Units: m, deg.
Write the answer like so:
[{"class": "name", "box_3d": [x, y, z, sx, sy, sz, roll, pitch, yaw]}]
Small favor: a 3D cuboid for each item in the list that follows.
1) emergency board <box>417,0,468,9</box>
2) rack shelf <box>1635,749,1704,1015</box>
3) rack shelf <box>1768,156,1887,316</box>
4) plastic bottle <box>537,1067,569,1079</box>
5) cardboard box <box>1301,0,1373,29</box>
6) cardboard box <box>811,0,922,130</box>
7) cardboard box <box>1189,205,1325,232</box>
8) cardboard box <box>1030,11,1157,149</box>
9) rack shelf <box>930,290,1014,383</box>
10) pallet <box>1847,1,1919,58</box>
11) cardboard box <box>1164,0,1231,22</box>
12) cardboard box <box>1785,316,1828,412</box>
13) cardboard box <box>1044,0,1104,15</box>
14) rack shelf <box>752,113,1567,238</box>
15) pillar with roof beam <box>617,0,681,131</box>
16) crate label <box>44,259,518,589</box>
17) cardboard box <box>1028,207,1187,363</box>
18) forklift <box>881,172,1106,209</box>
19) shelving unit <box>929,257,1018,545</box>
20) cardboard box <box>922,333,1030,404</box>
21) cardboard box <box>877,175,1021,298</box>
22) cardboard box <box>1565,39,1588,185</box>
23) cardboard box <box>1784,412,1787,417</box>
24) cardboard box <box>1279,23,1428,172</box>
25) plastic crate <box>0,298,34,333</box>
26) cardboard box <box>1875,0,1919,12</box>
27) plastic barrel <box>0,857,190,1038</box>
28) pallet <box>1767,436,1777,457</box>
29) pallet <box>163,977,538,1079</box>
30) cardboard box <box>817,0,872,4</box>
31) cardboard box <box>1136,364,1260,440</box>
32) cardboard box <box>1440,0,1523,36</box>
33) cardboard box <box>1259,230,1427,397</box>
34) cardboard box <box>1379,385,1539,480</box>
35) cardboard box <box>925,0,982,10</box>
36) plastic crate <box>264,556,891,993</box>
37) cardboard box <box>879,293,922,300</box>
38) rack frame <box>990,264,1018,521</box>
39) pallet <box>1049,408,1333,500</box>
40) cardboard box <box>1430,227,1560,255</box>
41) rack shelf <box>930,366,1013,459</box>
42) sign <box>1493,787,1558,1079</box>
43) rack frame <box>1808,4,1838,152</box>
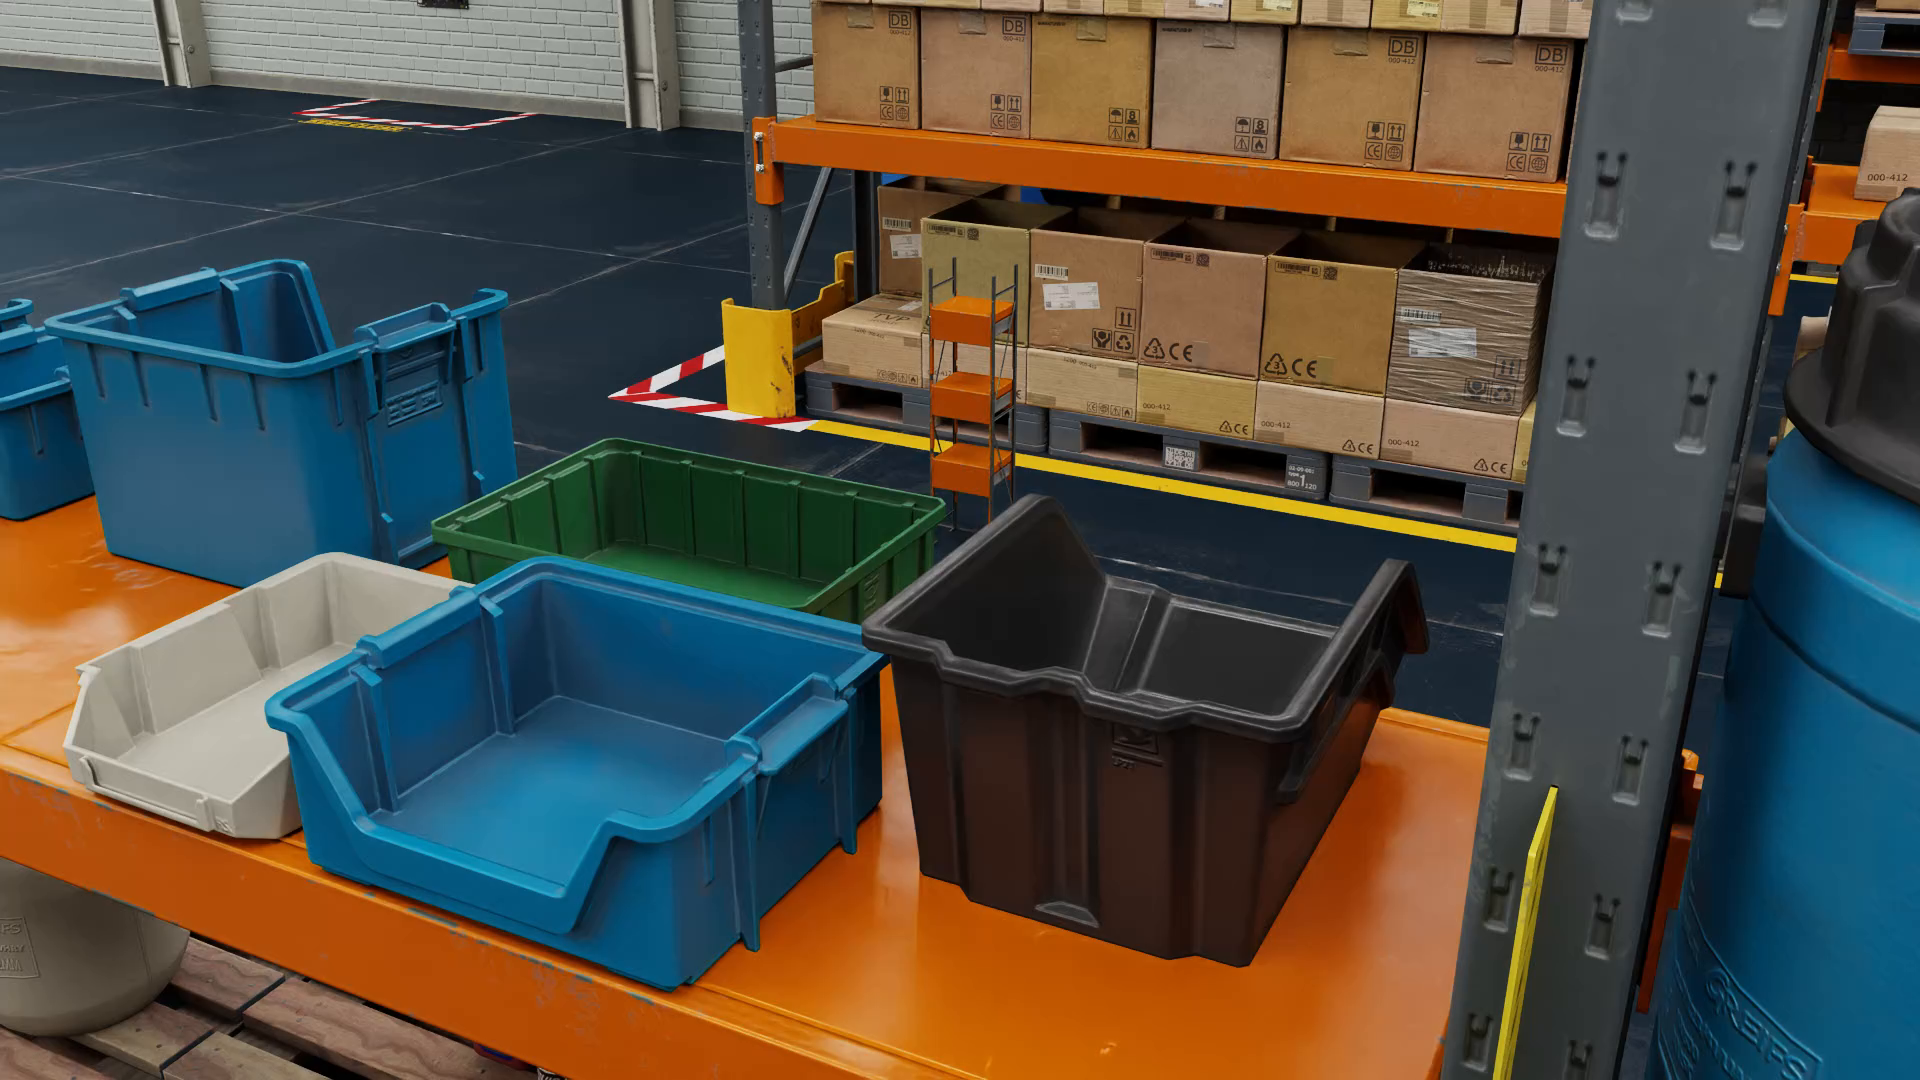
[{"class": "emergency board", "box_3d": [-4.954, -5.577, 15.531, 0.626, 1.169, 0.157, 11, 25, 25]}, {"class": "rack shelf", "box_3d": [2.458, 0.969, 1.057, 4.000, 0.370, 1.077, 11, 25, 25]}, {"class": "rack shelf", "box_3d": [4.696, -0.760, 5.124, 4.000, 0.370, 1.077, 11, 25, 25]}, {"class": "plastic bottle", "box_3d": [-0.763, 0.961, 3.172, 0.097, 0.201, 0.097, 0, 23, 0]}, {"class": "cardboard box", "box_3d": [1.440, -1.987, 6.132, 0.250, 0.149, 0.380, 12, 26, 26]}, {"class": "cardboard box", "box_3d": [-0.247, -2.110, 7.250, 0.500, 0.500, 0.700, 11, 25, 25]}, {"class": "cardboard box", "box_3d": [1.299, -1.173, 7.193, 0.500, 0.500, 0.500, 11, 25, 25]}, {"class": "cardboard box", "box_3d": [0.664, -1.929, 6.825, 0.500, 0.500, 0.700, 11, 26, 25]}, {"class": "rack shelf", "box_3d": [0.048, -0.725, 5.915, 0.240, 0.259, 0.215, 11, 25, 25]}, {"class": "pallet", "box_3d": [5.760, -2.901, 9.484, 1.213, 0.211, 1.003, 11, 25, 25]}, {"class": "cardboard box", "box_3d": [0.966, -2.079, 6.349, 0.250, 0.149, 0.380, 11, 26, 25]}, {"class": "cardboard box", "box_3d": [3.402, -0.659, 6.227, 0.500, 0.311, 0.500, 11, 25, 25]}, {"class": "cardboard box", "box_3d": [0.517, -2.169, 6.561, 0.250, 0.149, 0.380, 10, 25, 23]}, {"class": "rack shelf", "box_3d": [1.127, -1.466, 6.785, 4.000, 0.370, 1.077, 11, 25, 25]}, {"class": "pillar with roof beam", "box_3d": [-4.709, -6.377, 9.746, 0.400, 9.000, 9.100, 11, 25, 25]}, {"class": "crate label", "box_3d": [-1.132, -0.207, 2.859, 0.616, 0.435, 0.502, 11, 25, 25]}, {"class": "cardboard box", "box_3d": [0.619, -1.080, 6.975, 0.500, 0.500, 0.500, 11, 25, 25]}, {"class": "forklift", "box_3d": [1.054, -2.573, 8.554, 3.031, 2.935, 1.130, 5, 24, 12]}, {"class": "shelving unit", "box_3d": [0.048, -0.474, 6.022, 0.252, 1.050, 0.215, 11, 25, 25]}, {"class": "cardboard box", "box_3d": [0.168, -0.819, 7.320, 0.500, 0.250, 0.500, 11, 25, 25]}, {"class": "cardboard box", "box_3d": [-0.045, -1.433, 7.805, 0.500, 0.500, 0.500, 11, 25, 25]}, {"class": "cardboard box", "box_3d": [2.513, -1.567, 5.973, 0.500, 0.500, 0.700, 10, 25, 23]}, {"class": "cardboard box", "box_3d": [3.412, -0.400, 6.335, 0.500, 0.250, 0.500, 11, 25, 24]}, {"class": "cardboard box", "box_3d": [1.593, -1.747, 6.398, 0.500, 0.500, 0.700, 12, 26, 25]}, {"class": "plastic crate", "box_3d": [-2.315, -0.369, 3.475, 0.616, 0.251, 0.499, 11, 25, 25]}, {"class": "cardboard box", "box_3d": [5.582, -3.322, 9.538, 0.500, 0.500, 0.700, 11, 26, 25]}, {"class": "plastic barrel", "box_3d": [-1.827, 0.708, 3.394, 0.421, 0.512, 0.421, 0, 23, 0]}, {"class": "pallet", "box_3d": [3.586, -0.045, 6.085, 1.213, 0.211, 1.003, 11, 25, 25]}, {"class": "pallet", "box_3d": [-1.000, 1.220, 3.111, 1.213, 0.211, 1.003, 11, 25, 25]}, {"class": "cardboard box", "box_3d": [-0.405, -2.351, 6.988, 0.250, 0.149, 0.380, 11, 25, 24]}, {"class": "cardboard box", "box_3d": [1.058, -0.641, 6.901, 0.500, 0.250, 0.500, 11, 25, 25]}, {"class": "cardboard box", "box_3d": [1.883, -1.898, 5.923, 0.250, 0.149, 0.380, 11, 25, 24]}, {"class": "cardboard box", "box_3d": [1.510, -0.902, 6.557, 0.500, 0.500, 0.500, 11, 25, 25]}, {"class": "cardboard box", "box_3d": [1.957, -0.470, 6.498, 0.500, 0.250, 0.500, 11, 25, 25]}, {"class": "cardboard box", "box_3d": [0.054, -2.260, 6.776, 0.250, 0.149, 0.380, 11, 26, 25]}, {"class": "plastic crate", "box_3d": [-0.437, 0.253, 2.013, 0.616, 0.251, 0.499, 11, 25, 25]}, {"class": "cardboard box", "box_3d": [-0.046, -1.087, 7.950, 0.500, 0.250, 0.500, 11, 25, 25]}, {"class": "rack frame", "box_3d": [0.157, -0.452, 5.972, 0.008, 1.050, 0.200, 11, 25, 25]}, {"class": "pallet", "box_3d": [1.128, -0.531, 7.229, 1.213, 0.211, 1.003, 11, 25, 25]}, {"class": "cardboard box", "box_3d": [2.189, -0.994, 6.773, 0.500, 0.500, 0.500, 11, 25, 25]}, {"class": "rack shelf", "box_3d": [0.048, -0.464, 6.026, 0.240, 0.259, 0.215, 11, 25, 25]}, {"class": "sign", "box_3d": [0.415, 0.348, 1.246, 0.005, 0.325, 0.100, 11, 25, 25]}, {"class": "rack frame", "box_3d": [5.143, -3.175, 9.883, 0.127, 3.000, 1.000, 11, 25, 25]}]
